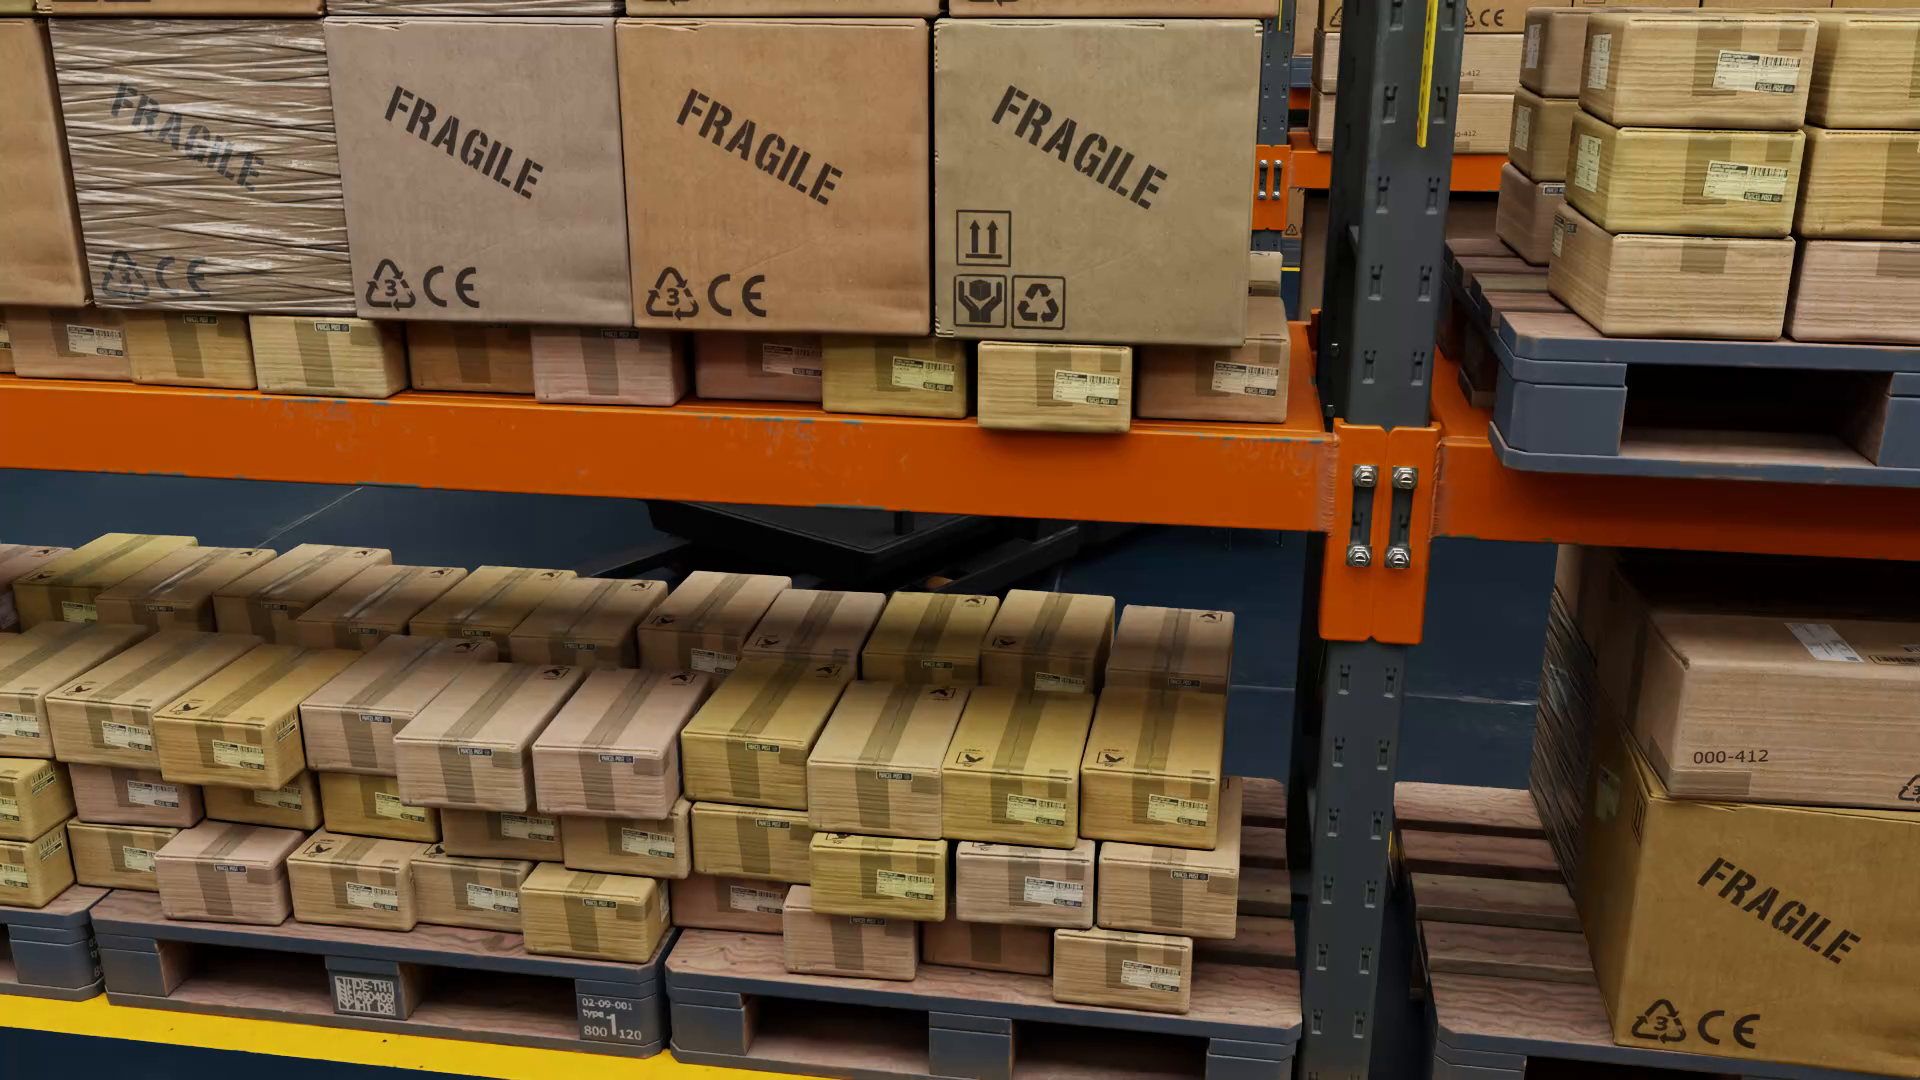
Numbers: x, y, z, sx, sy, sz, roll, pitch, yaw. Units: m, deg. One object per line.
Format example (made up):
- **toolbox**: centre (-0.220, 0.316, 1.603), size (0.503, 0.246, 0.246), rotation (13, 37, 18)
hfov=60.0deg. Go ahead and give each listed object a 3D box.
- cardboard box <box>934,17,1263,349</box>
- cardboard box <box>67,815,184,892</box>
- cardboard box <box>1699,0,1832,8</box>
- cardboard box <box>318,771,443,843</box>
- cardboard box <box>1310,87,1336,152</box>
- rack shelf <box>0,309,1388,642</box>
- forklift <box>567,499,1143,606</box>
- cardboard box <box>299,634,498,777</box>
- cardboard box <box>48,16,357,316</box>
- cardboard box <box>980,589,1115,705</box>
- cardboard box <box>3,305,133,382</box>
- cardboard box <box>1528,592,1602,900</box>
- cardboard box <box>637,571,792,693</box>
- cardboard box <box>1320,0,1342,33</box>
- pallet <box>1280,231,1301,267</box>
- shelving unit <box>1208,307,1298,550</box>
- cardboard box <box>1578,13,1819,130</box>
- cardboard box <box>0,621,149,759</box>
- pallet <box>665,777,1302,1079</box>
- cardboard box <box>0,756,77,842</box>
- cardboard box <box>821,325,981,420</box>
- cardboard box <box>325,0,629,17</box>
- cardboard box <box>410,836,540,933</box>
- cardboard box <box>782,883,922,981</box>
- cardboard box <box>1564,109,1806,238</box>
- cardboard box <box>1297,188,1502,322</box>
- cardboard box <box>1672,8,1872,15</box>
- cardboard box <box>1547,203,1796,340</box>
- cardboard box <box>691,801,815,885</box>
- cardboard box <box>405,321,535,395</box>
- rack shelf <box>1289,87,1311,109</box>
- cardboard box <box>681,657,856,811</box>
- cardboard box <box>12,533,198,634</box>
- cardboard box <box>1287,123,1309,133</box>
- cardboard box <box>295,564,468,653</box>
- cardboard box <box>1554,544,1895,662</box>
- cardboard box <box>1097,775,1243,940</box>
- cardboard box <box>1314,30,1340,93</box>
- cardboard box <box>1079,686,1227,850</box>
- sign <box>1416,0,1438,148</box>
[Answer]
- **cardboard box**: centre (0.246, -0.630, 2.832), size (0.500, 0.500, 0.500), rotation (3, 19, 9)
- **cardboard box**: centre (-1.695, 0.601, 3.612), size (0.250, 0.149, 0.380), rotation (3, 19, 9)
- **cardboard box**: centre (3.355, -2.404, 7.027), size (0.500, 0.500, 0.500), rotation (3, 19, 8)
- **cardboard box**: centre (-1.135, 0.475, 3.517), size (0.250, 0.149, 0.380), rotation (4, 19, 11)
- **cardboard box**: centre (1.846, -1.886, 7.448), size (0.500, 0.250, 0.500), rotation (2, 19, 7)
- **rack shelf**: centre (-1.206, -0.265, 3.502), size (4.000, 0.370, 1.077), rotation (3, 19, 9)
- **forklift**: centre (-0.395, -1.234, 5.372), size (1.130, 2.935, 3.031), rotation (14, 23, 36)
- **cardboard box**: centre (-1.152, 0.339, 3.456), size (0.250, 0.149, 0.380), rotation (3, 19, 9)
- **cardboard box**: centre (-1.263, -0.715, 3.086), size (0.500, 0.500, 0.500), rotation (2, 19, 7)
- **cardboard box**: centre (0.198, 0.250, 3.721), size (0.250, 0.149, 0.380), rotation (4, 19, 11)
- **cardboard box**: centre (-1.618, -0.426, 3.245), size (0.250, 0.149, 0.380), rotation (3, 19, 8)
- **cardboard box**: centre (1.539, 0.439, 3.542), size (0.500, 0.500, 0.500), rotation (3, 19, 8)
- **cardboard box**: centre (-0.559, 0.209, 3.846), size (0.250, 0.149, 0.380), rotation (3, 19, 10)
- **cardboard box**: centre (1.842, -2.471, 7.227), size (0.500, 0.500, 0.500), rotation (3, 19, 9)
- **pallet**: centre (3.046, -2.265, 12.741), size (1.213, 0.211, 1.003), rotation (3, 19, 9)
- **shelving unit**: centre (1.081, -0.431, 6.174), size (0.210, 0.900, 0.258), rotation (-3, 19, -10)
- **cardboard box**: centre (1.084, -0.704, 2.476), size (0.250, 0.149, 0.380), rotation (4, 19, 11)
- **cardboard box**: centre (-1.940, 0.312, 3.537), size (0.250, 0.149, 0.380), rotation (2, 19, 6)
- **pallet**: centre (0.099, 0.794, 3.598), size (1.213, 0.211, 1.003), rotation (3, 19, 9)
- **cardboard box**: centre (-1.951, 0.474, 3.520), size (0.250, 0.149, 0.380), rotation (4, 19, 10)
- **cardboard box**: centre (-0.077, -0.339, 2.984), size (0.250, 0.149, 0.380), rotation (4, 19, 11)
- **cardboard box**: centre (-0.753, -1.162, 2.846), size (0.500, 0.500, 0.500), rotation (3, 19, 10)
- **cardboard box**: centre (-0.942, 0.648, 3.471), size (0.250, 0.149, 0.380), rotation (3, 19, 10)
- **cardboard box**: centre (-0.187, 0.702, 3.310), size (0.250, 0.149, 0.380), rotation (2, 19, 7)
- **cardboard box**: centre (1.084, -0.563, 2.523), size (0.250, 0.149, 0.380), rotation (3, 19, 10)
- **cardboard box**: centre (2.078, -1.247, 7.989), size (0.875, 0.875, 0.875), rotation (4, 19, 10)
- **cardboard box**: centre (1.461, -0.896, 3.049), size (0.250, 0.149, 0.380), rotation (2, 19, 7)
- **cardboard box**: centre (1.084, -0.422, 2.570), size (0.250, 0.149, 0.380), rotation (2, 19, 6)
- **cardboard box**: centre (-0.362, 0.529, 3.358), size (0.250, 0.149, 0.380), rotation (3, 19, 9)
- **cardboard box**: centre (-0.843, -0.393, 3.147), size (0.250, 0.149, 0.380), rotation (3, 19, 8)
- **rack shelf**: centre (4.212, -3.175, 12.199), size (4.000, 0.370, 1.077), rotation (3, 19, 9)
- **cardboard box**: centre (-0.374, 0.380, 3.332), size (0.250, 0.149, 0.380), rotation (4, 19, 10)
- **cardboard box**: centre (-2.103, 0.115, 4.126), size (0.250, 0.149, 0.380), rotation (3, 19, 7)
- **cardboard box**: centre (2.559, -2.997, 12.319), size (0.250, 0.149, 0.380), rotation (3, 19, 8)
- **cardboard box**: centre (-1.341, 0.192, 3.896), size (0.250, 0.149, 0.380), rotation (2, 19, 7)
- **cardboard box**: centre (1.544, 0.083, 3.423), size (0.500, 0.250, 0.500), rotation (2, 19, 7)
- **cardboard box**: centre (0.407, 0.590, 3.175), size (0.250, 0.149, 0.380), rotation (3, 19, 10)
- **cardboard box**: centre (1.843, -2.117, 7.351), size (0.500, 0.250, 0.500), rotation (2, 19, 7)
- **cardboard box**: centre (0.376, 0.429, 3.188), size (0.250, 0.149, 0.380), rotation (3, 19, 10)
- **sign**: centre (0.690, -0.746, 2.441), size (0.005, 0.325, 0.100), rotation (3, 19, 9)
